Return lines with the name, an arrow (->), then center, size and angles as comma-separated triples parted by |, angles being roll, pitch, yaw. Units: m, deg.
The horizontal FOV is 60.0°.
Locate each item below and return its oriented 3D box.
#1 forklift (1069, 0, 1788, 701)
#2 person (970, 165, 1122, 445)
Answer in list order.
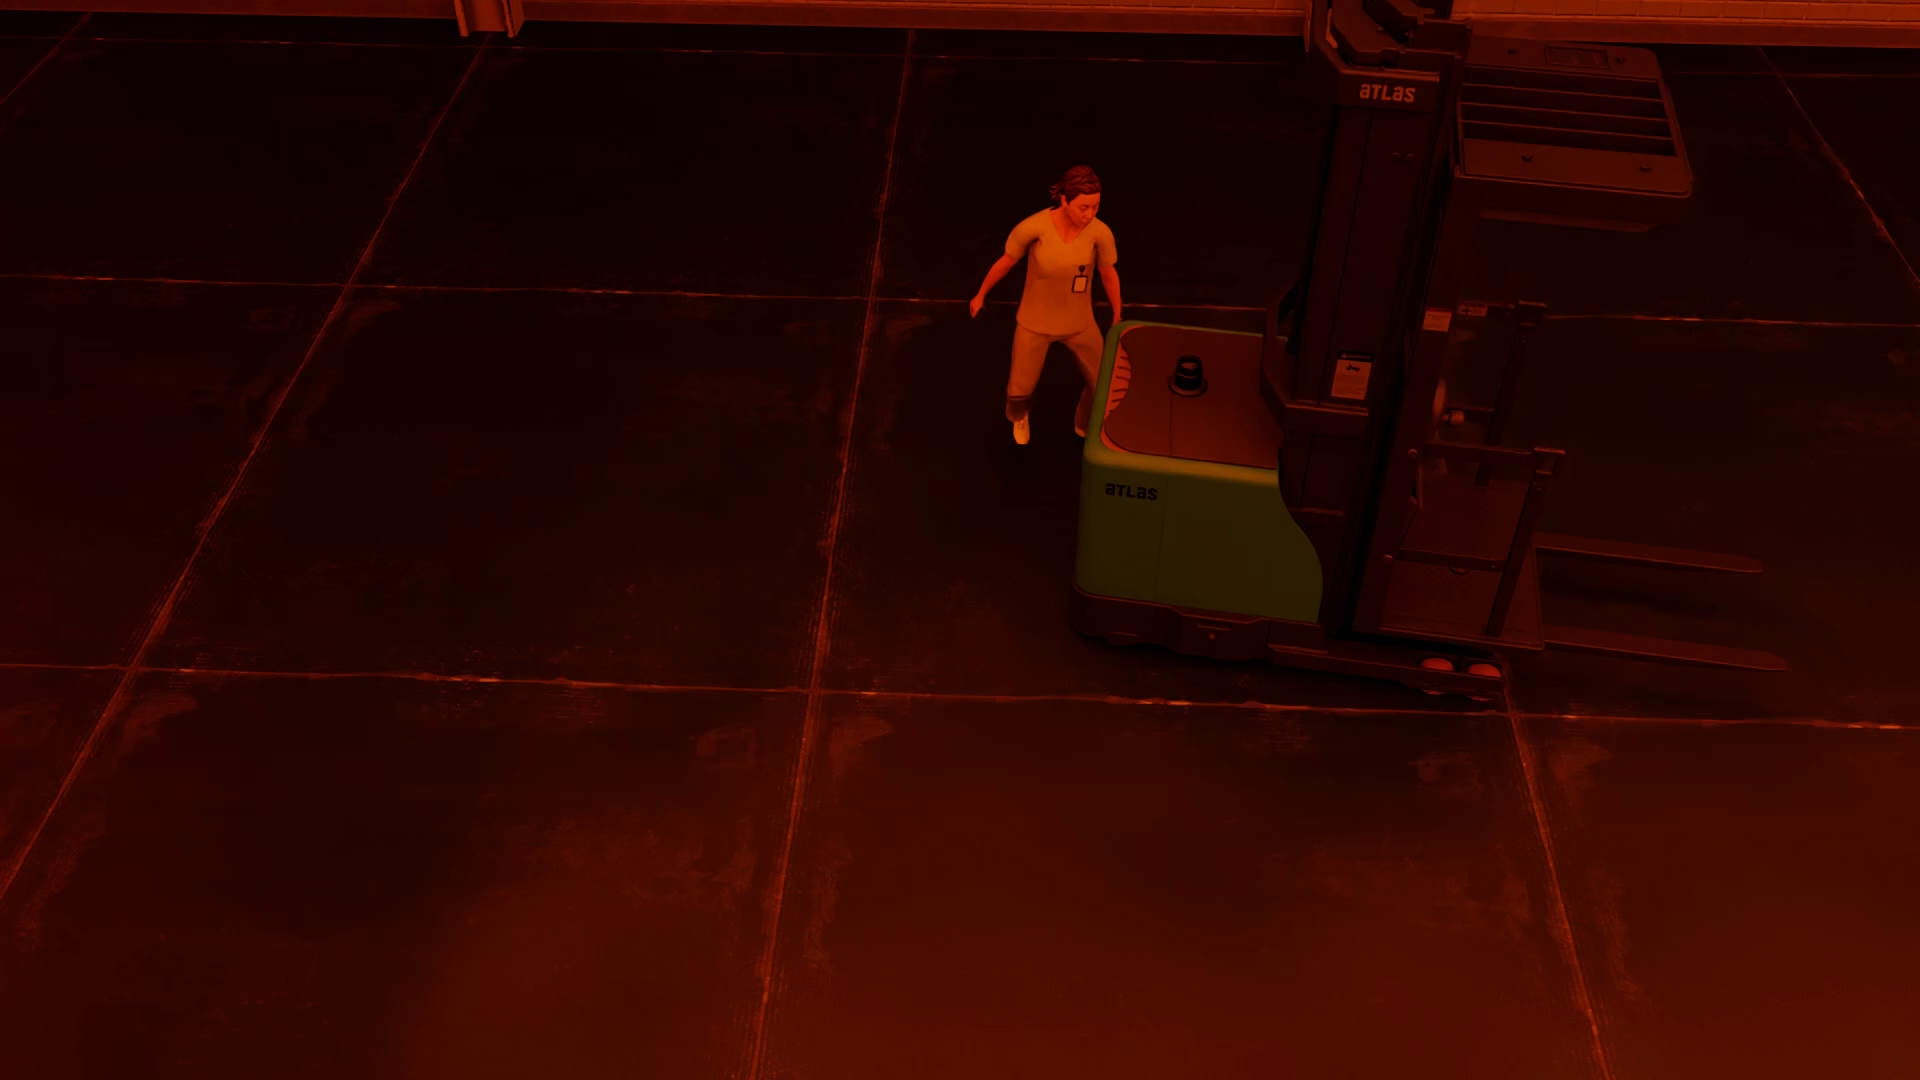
forklift -> 2.055, -0.780, 6.597 | 3.031, 2.935, 1.130 | 7, 43, 8
person -> 0.448, -1.099, 7.963 | 0.802, 1.624, 0.489 | 1, 42, 1
